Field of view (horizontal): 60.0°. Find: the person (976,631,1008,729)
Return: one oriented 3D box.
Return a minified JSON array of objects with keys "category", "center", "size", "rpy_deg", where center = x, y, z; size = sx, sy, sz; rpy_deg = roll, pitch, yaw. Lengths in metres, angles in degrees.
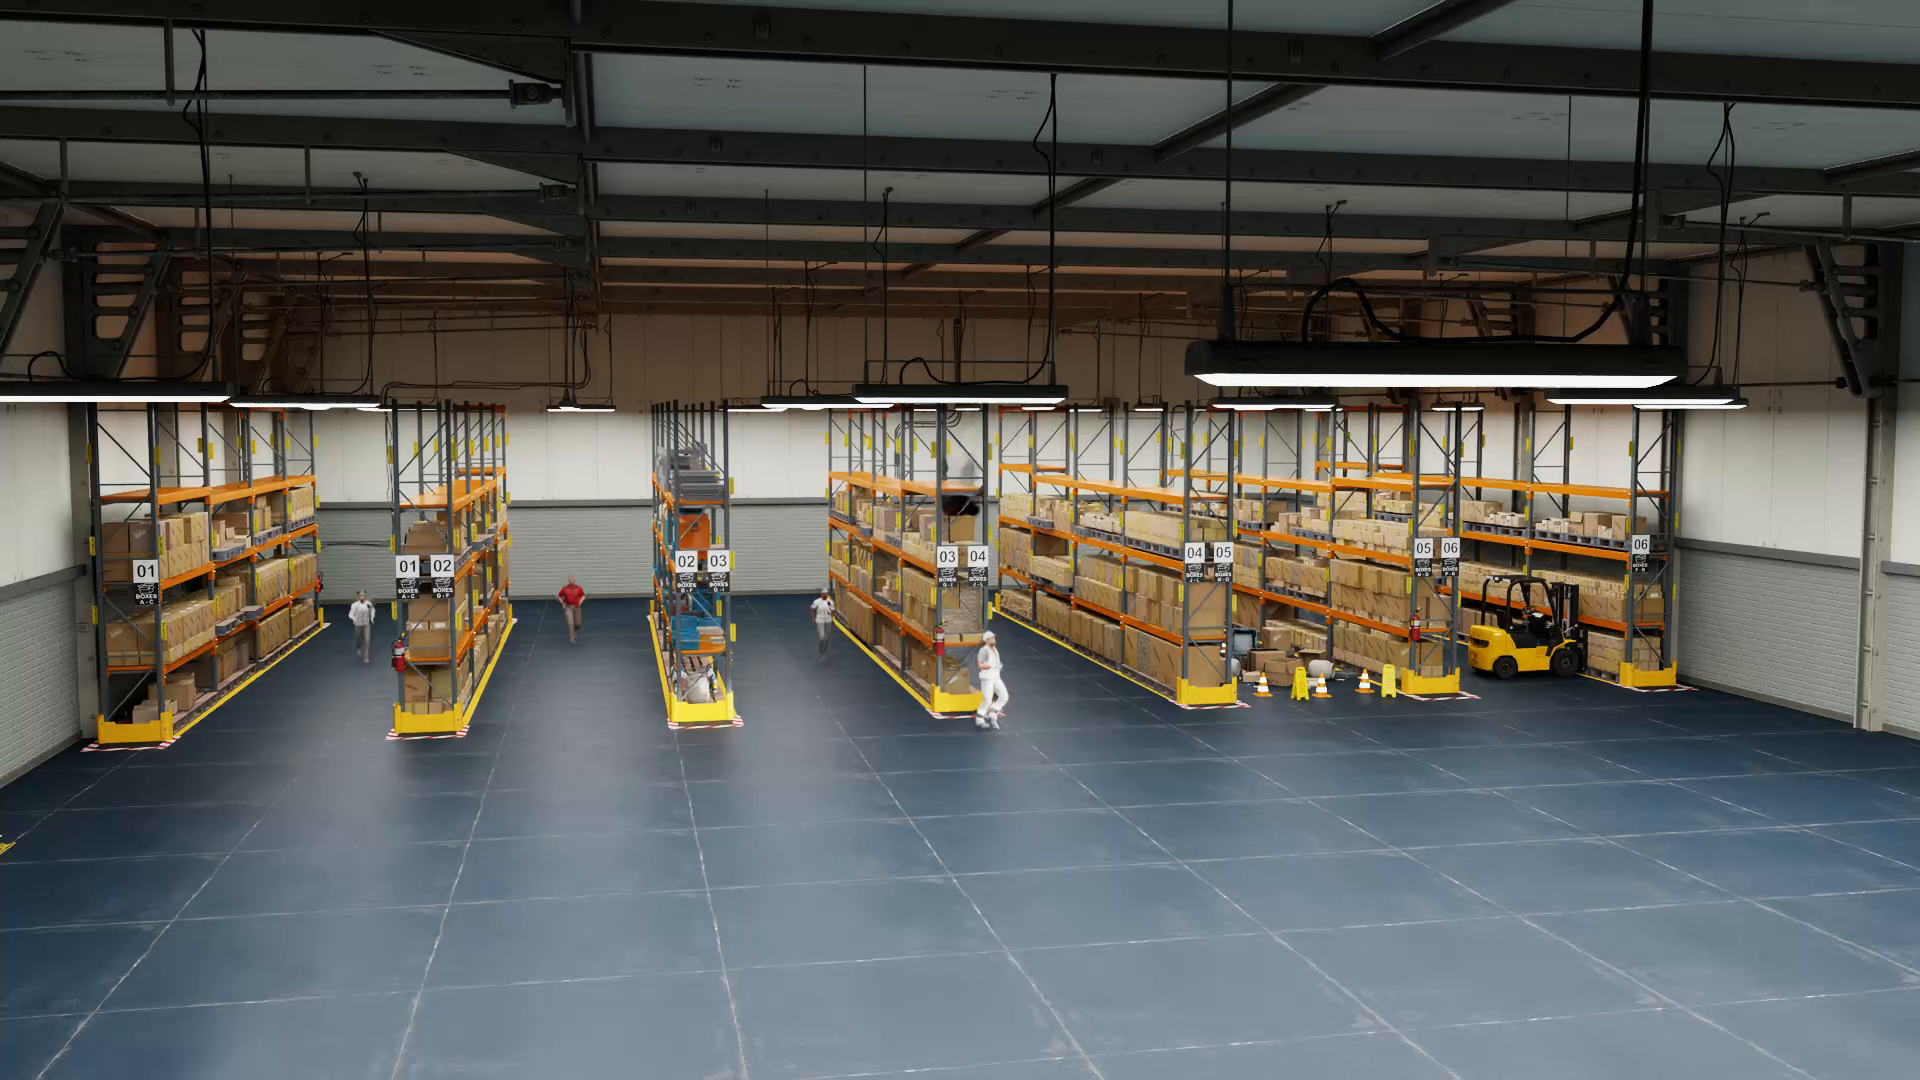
[{"category":"person","center":[0.587,2.560,30.259],"size":[0.630,1.798,0.660],"rpy_deg":[3,5,35]}]

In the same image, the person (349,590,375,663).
[{"category":"person","center":[-13.870,1.975,38.606],"size":[0.600,1.681,0.892],"rpy_deg":[-2,5,-26]}]

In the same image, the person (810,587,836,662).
[{"category":"person","center":[-3.167,1.968,38.697],"size":[0.541,1.755,0.731],"rpy_deg":[-2,5,-20]}]

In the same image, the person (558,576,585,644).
[{"category":"person","center":[-9.739,1.738,41.727],"size":[0.669,1.679,0.732],"rpy_deg":[-2,5,-23]}]
